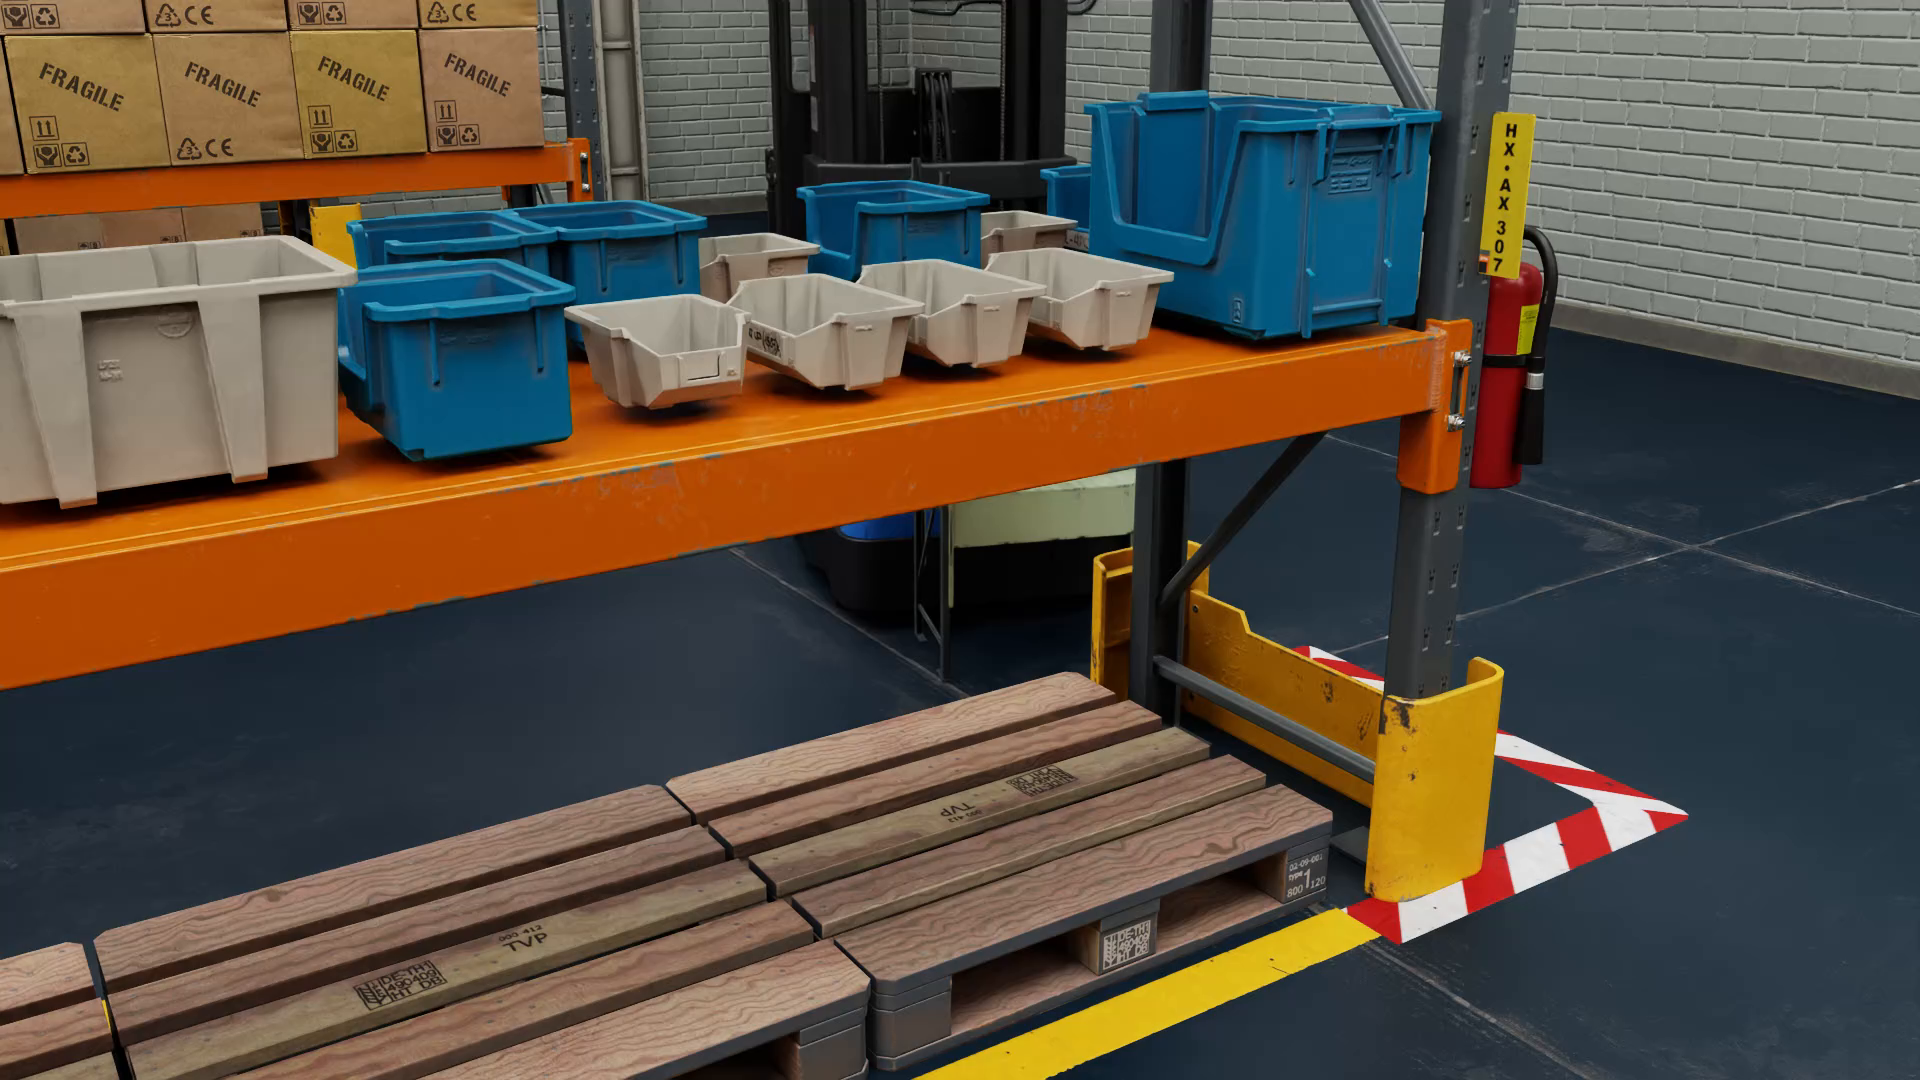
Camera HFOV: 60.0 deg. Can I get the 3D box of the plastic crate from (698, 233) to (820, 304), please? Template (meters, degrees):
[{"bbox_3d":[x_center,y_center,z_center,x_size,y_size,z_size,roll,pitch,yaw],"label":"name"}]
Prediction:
[{"bbox_3d":[-0.477,-0.558,3.529,0.298,0.136,0.250,-12,22,-31],"label":"plastic crate"}]

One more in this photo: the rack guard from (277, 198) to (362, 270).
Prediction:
[{"bbox_3d":[-4.639,-2.234,12.071,0.348,0.500,1.175,-12,22,-31],"label":"rack guard"}]

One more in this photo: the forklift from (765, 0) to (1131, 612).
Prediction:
[{"bbox_3d":[-0.204,-1.593,6.381,1.130,2.935,3.031,-4,19,-13],"label":"forklift"}]

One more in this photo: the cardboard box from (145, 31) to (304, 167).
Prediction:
[{"bbox_3d":[-3.007,-1.806,6.748,0.500,0.500,0.500,-12,22,-31],"label":"cardboard box"}]

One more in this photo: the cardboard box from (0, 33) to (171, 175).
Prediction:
[{"bbox_3d":[-3.428,-1.717,6.485,0.500,0.500,0.500,-12,22,-32],"label":"cardboard box"}]

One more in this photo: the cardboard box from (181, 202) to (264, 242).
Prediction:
[{"bbox_3d":[-5.188,-2.278,11.548,0.500,0.500,0.700,-12,22,-31],"label":"cardboard box"}]

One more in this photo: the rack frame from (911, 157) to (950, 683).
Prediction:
[{"bbox_3d":[-0.086,-0.345,4.916,0.023,1.500,0.400,-5,20,-13],"label":"rack frame"}]

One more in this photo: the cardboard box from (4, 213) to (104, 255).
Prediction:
[{"bbox_3d":[-6.026,-2.101,11.024,0.500,0.500,0.700,-13,22,-33],"label":"cardboard box"}]

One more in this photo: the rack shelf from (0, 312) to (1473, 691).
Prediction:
[{"bbox_3d":[-0.880,-0.071,2.893,4.000,0.370,1.077,-12,22,-31],"label":"rack shelf"}]

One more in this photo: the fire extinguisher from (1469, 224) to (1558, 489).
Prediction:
[{"bbox_3d":[1.166,-0.455,3.611,0.183,0.674,0.296,-12,22,-31],"label":"fire extinguisher"}]

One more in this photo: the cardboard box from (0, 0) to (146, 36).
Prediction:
[{"bbox_3d":[-3.433,-2.186,6.310,0.500,0.500,0.500,-11,22,-30],"label":"cardboard box"}]

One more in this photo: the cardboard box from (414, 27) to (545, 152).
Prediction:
[{"bbox_3d":[-2.156,-1.985,7.276,0.500,0.500,0.500,-11,22,-30],"label":"cardboard box"}]

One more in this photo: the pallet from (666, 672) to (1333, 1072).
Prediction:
[{"bbox_3d":[0.080,0.692,3.868,1.213,0.211,1.003,-12,22,-31],"label":"pallet"}]

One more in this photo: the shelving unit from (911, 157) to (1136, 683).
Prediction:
[{"bbox_3d":[0.269,-0.373,5.000,0.755,1.500,0.431,-5,20,-13],"label":"shelving unit"}]

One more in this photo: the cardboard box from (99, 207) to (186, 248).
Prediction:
[{"bbox_3d":[-5.606,-2.190,11.287,0.500,0.500,0.700,-12,22,-32],"label":"cardboard box"}]

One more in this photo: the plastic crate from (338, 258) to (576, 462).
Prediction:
[{"bbox_3d":[-0.784,-0.282,2.564,0.300,0.233,0.416,-12,22,-31],"label":"plastic crate"}]

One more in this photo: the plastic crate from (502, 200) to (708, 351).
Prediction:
[{"bbox_3d":[-0.697,-0.525,3.283,0.300,0.233,0.416,-12,22,-31],"label":"plastic crate"}]

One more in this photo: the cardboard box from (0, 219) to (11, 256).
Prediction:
[{"bbox_3d":[-6.467,-2.005,10.741,0.500,0.500,0.700,-11,22,-30],"label":"cardboard box"}]

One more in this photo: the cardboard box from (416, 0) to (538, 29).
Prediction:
[{"bbox_3d":[-2.152,-2.458,7.115,0.500,0.500,0.500,-12,22,-32],"label":"cardboard box"}]

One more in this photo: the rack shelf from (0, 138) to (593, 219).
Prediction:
[{"bbox_3d":[-3.602,-1.396,6.814,4.000,0.370,1.077,-12,22,-31],"label":"rack shelf"}]

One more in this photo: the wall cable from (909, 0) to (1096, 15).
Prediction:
[{"bbox_3d":[0.261,-5.685,13.859,0.112,2.526,3.097,-12,22,-31],"label":"wall cable"}]

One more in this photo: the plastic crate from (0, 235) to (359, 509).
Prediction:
[{"bbox_3d":[-1.174,-0.251,2.395,0.530,0.282,0.437,-12,22,-31],"label":"plastic crate"}]

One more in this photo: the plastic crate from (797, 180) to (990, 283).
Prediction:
[{"bbox_3d":[-0.147,-0.641,3.626,0.300,0.233,0.416,-12,22,-31],"label":"plastic crate"}]

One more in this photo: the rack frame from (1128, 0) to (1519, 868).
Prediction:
[{"bbox_3d":[0.790,-0.764,3.820,0.127,3.000,1.000,-12,22,-31],"label":"rack frame"}]

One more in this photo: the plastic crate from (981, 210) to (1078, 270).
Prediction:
[{"bbox_3d":[0.089,-0.677,3.883,0.298,0.136,0.250,-12,22,-31],"label":"plastic crate"}]

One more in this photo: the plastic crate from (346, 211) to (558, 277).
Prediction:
[{"bbox_3d":[-0.948,-0.473,3.127,0.300,0.233,0.416,-12,22,-31],"label":"plastic crate"}]

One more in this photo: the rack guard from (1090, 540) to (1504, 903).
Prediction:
[{"bbox_3d":[0.803,0.413,4.243,0.348,0.500,1.175,-12,22,-31],"label":"rack guard"}]

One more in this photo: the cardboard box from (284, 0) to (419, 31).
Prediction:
[{"bbox_3d":[-2.573,-2.369,6.851,0.500,0.500,0.500,-11,22,-30],"label":"cardboard box"}]

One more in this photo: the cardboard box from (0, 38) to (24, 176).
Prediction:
[{"bbox_3d":[-3.851,-1.627,6.219,0.500,0.500,0.500,-12,22,-32],"label":"cardboard box"}]

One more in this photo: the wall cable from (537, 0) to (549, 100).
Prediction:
[{"bbox_3d":[-4.110,-4.373,12.911,1.851,1.984,0.084,-12,22,-31],"label":"wall cable"}]

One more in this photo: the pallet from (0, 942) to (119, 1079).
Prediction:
[{"bbox_3d":[-1.958,1.122,2.596,1.213,0.211,1.003,-12,22,-31],"label":"pallet"}]

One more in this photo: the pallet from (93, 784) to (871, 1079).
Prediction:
[{"bbox_3d":[-0.938,0.906,3.236,1.213,0.211,1.003,-12,22,-31],"label":"pallet"}]

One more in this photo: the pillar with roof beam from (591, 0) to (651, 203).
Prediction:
[{"bbox_3d":[-0.512,-5.811,9.383,0.400,9.000,9.100,-12,22,-31],"label":"pillar with roof beam"}]

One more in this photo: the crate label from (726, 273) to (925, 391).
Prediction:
[{"bbox_3d":[-0.261,-0.372,2.980,0.243,0.136,0.396,-12,22,-31],"label":"crate label"}]

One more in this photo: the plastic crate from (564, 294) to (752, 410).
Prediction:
[{"bbox_3d":[-0.498,-0.315,2.812,0.250,0.136,0.298,-12,22,-31],"label":"plastic crate"}]

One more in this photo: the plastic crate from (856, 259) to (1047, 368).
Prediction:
[{"bbox_3d":[-0.042,-0.428,3.145,0.243,0.136,0.396,-12,22,-31],"label":"plastic crate"}]

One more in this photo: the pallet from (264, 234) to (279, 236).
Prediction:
[{"bbox_3d":[-5.284,-1.931,11.626,1.213,0.211,1.003,-12,22,-31],"label":"pallet"}]

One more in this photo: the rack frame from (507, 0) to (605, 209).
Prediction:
[{"bbox_3d":[-1.931,-2.089,7.741,0.127,3.000,1.000,-12,22,-31],"label":"rack frame"}]

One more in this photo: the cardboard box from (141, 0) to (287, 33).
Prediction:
[{"bbox_3d":[-3.004,-2.277,6.578,0.500,0.500,0.500,-11,22,-30],"label":"cardboard box"}]

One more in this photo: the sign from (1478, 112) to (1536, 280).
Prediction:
[{"bbox_3d":[1.106,-0.697,3.367,0.005,0.325,0.100,-12,22,-31],"label":"sign"}]

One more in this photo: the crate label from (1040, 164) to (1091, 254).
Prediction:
[{"bbox_3d":[0.403,-0.757,3.969,0.303,0.233,0.416,-12,22,-31],"label":"crate label"}]

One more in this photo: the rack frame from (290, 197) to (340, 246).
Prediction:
[{"bbox_3d":[-4.659,-3.414,11.658,0.127,3.000,1.000,-12,22,-31],"label":"rack frame"}]

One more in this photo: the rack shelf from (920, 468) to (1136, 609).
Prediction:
[{"bbox_3d":[0.268,-0.066,5.107,0.720,0.370,0.431,-5,20,-13],"label":"rack shelf"}]

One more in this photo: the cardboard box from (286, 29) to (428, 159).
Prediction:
[{"bbox_3d":[-2.587,-1.893,7.003,0.500,0.500,0.500,-12,22,-31],"label":"cardboard box"}]

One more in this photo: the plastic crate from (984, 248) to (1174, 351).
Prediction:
[{"bbox_3d":[0.208,-0.475,3.284,0.243,0.136,0.396,-12,22,-31],"label":"plastic crate"}]

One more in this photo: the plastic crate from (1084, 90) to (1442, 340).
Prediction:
[{"bbox_3d":[0.613,-0.700,3.482,0.499,0.435,0.616,-12,22,-31],"label":"plastic crate"}]
